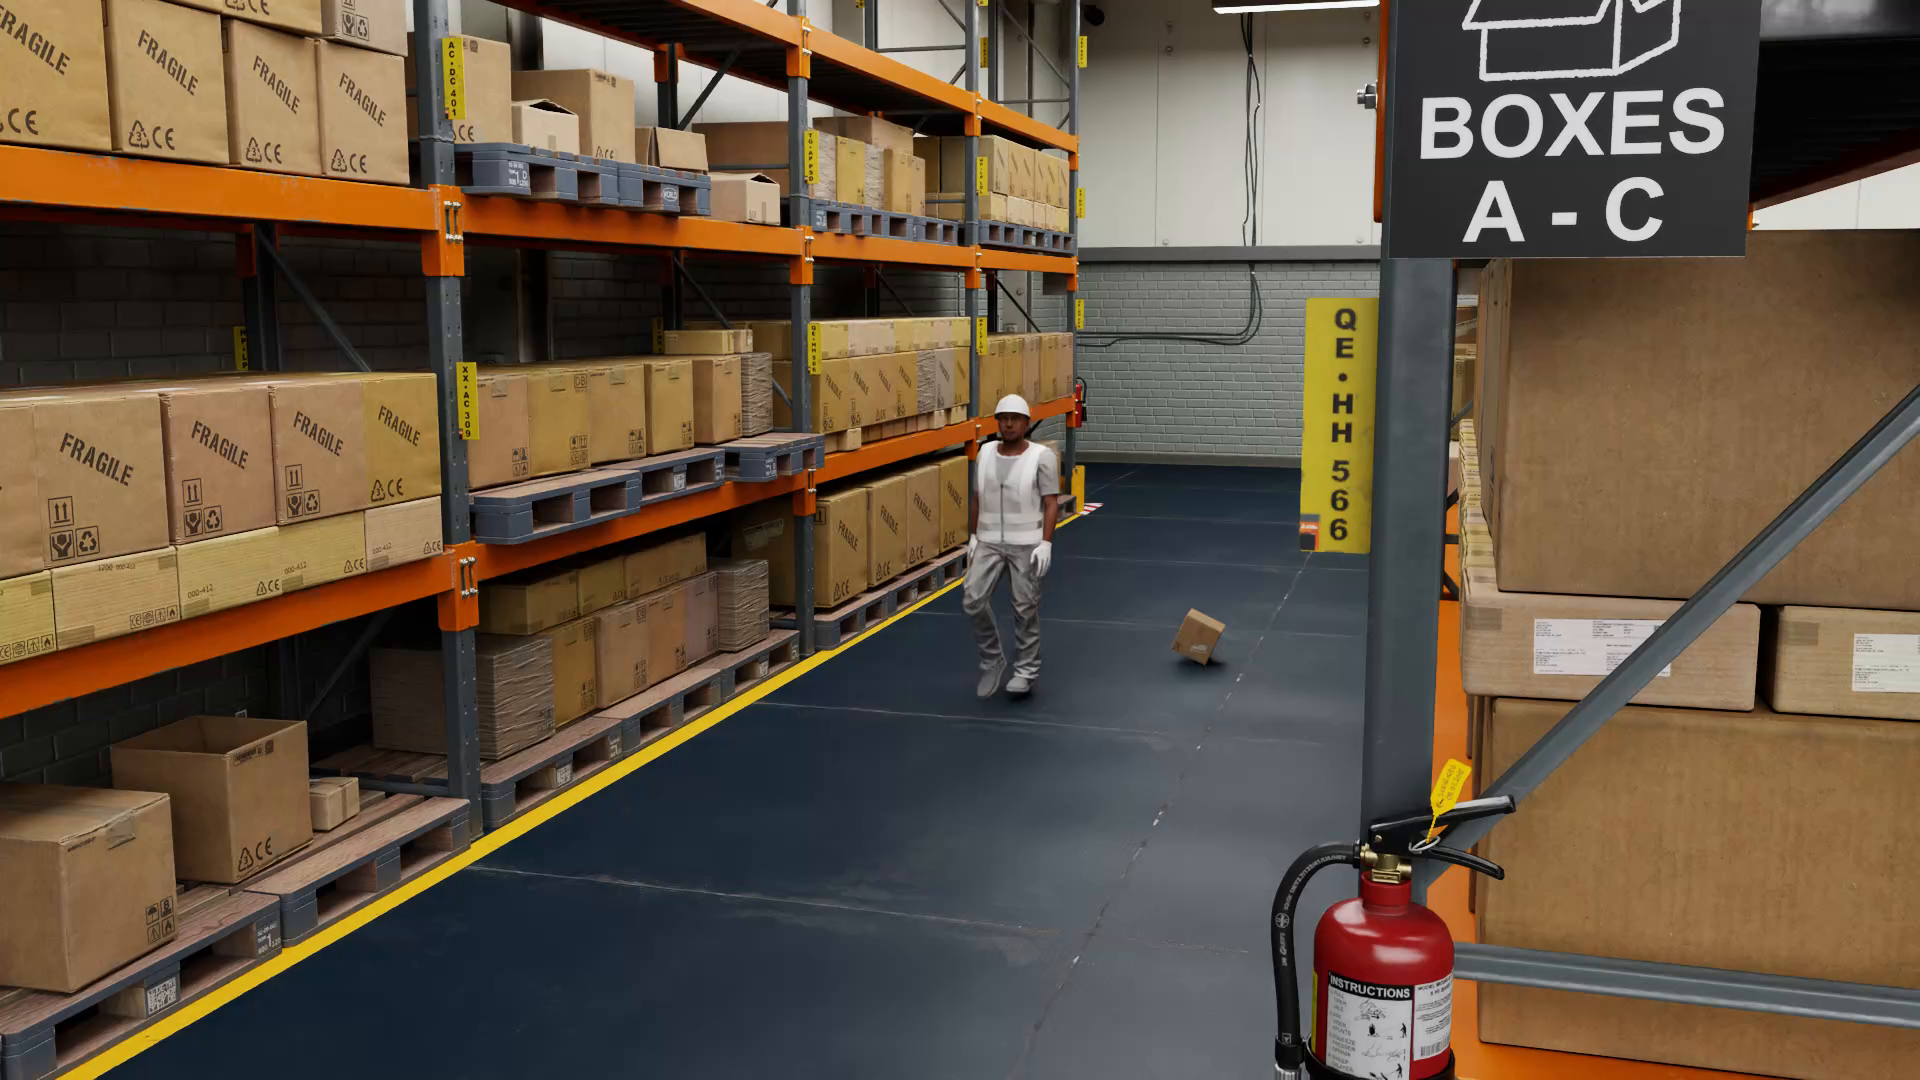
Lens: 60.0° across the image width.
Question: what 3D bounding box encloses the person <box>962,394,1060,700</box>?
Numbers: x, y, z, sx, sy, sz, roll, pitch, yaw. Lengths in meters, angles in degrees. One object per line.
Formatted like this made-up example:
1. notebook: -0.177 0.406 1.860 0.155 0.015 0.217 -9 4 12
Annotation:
1. person: 0.279 0.056 9.796 0.603 1.820 0.471 3 9 20
